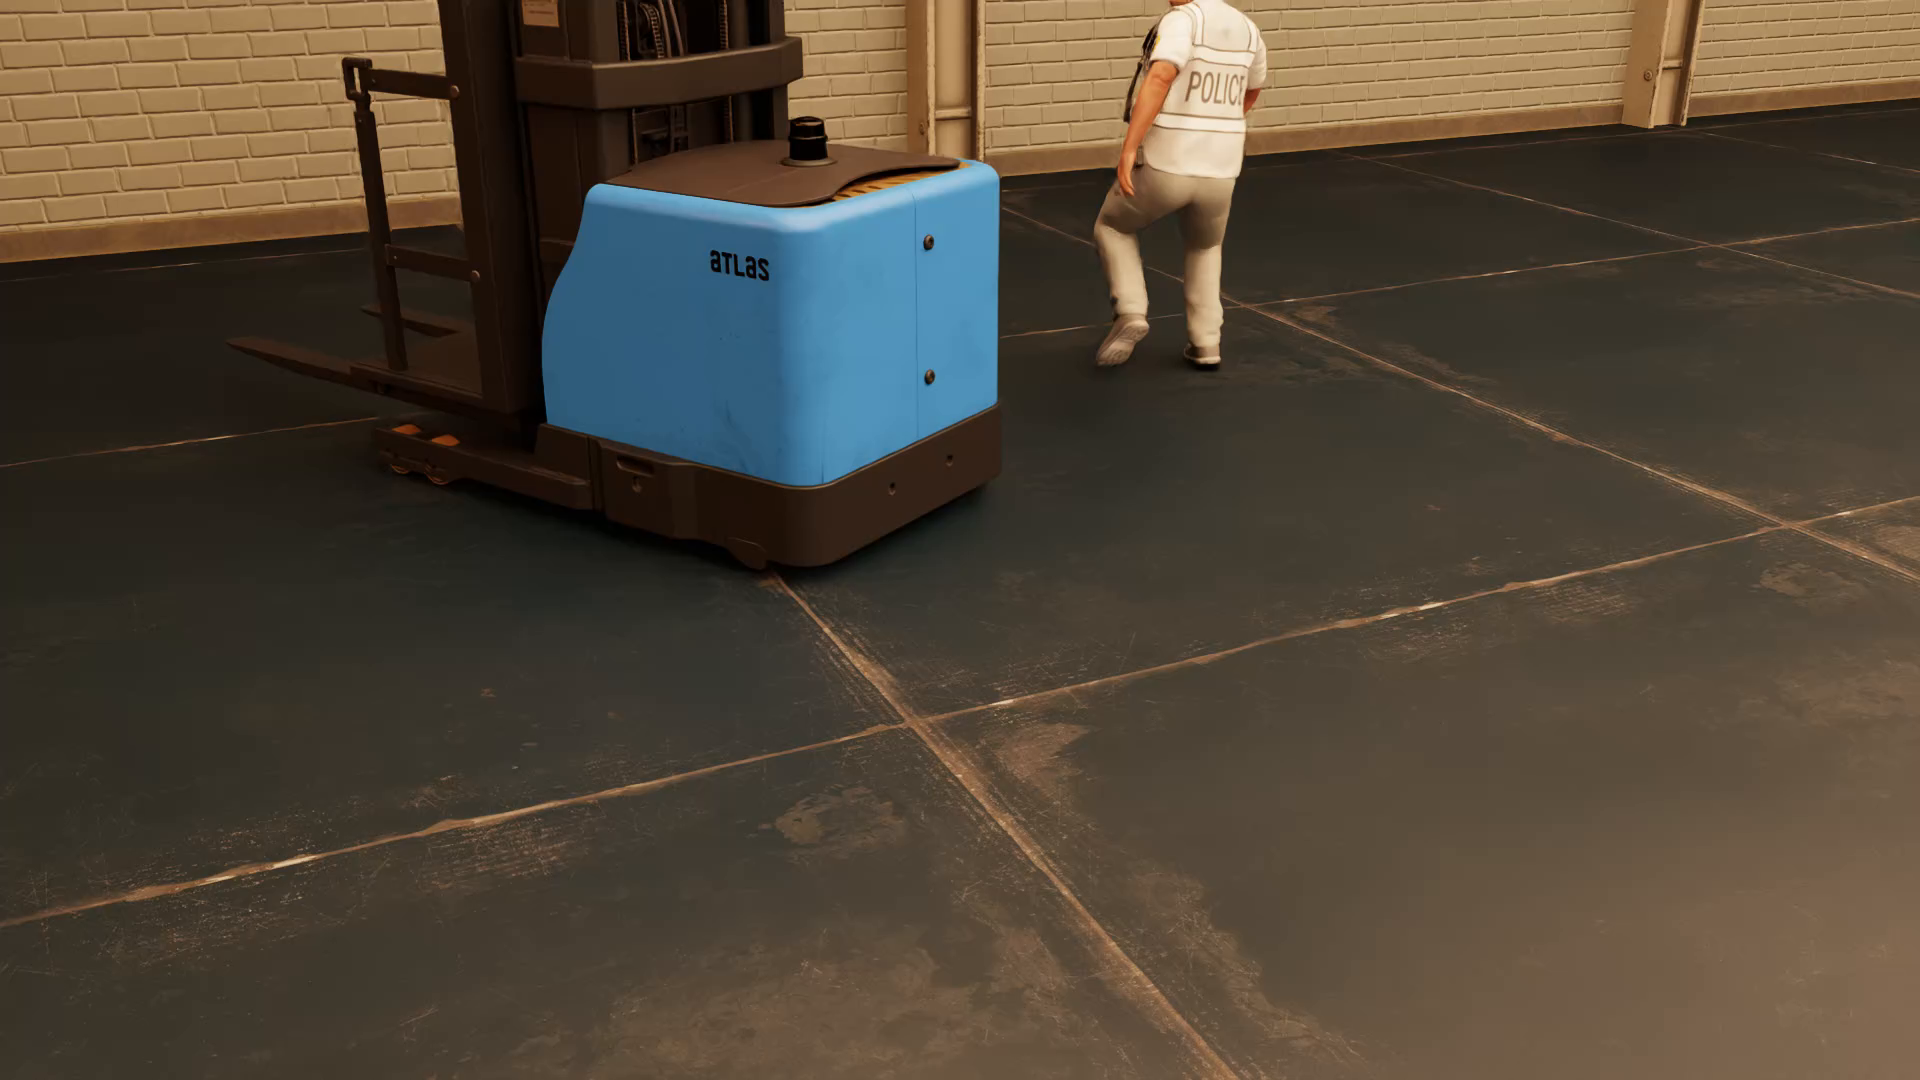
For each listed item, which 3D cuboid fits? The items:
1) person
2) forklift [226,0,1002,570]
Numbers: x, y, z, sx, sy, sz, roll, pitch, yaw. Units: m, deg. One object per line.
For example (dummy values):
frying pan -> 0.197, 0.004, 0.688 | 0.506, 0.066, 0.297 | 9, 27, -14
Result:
person -> 0.854, -1.489, 6.556 | 0.774, 1.672, 0.673 | -8, 24, -19
forklift -> -1.370, -1.687, 5.346 | 3.031, 2.935, 1.130 | 15, 27, 31
